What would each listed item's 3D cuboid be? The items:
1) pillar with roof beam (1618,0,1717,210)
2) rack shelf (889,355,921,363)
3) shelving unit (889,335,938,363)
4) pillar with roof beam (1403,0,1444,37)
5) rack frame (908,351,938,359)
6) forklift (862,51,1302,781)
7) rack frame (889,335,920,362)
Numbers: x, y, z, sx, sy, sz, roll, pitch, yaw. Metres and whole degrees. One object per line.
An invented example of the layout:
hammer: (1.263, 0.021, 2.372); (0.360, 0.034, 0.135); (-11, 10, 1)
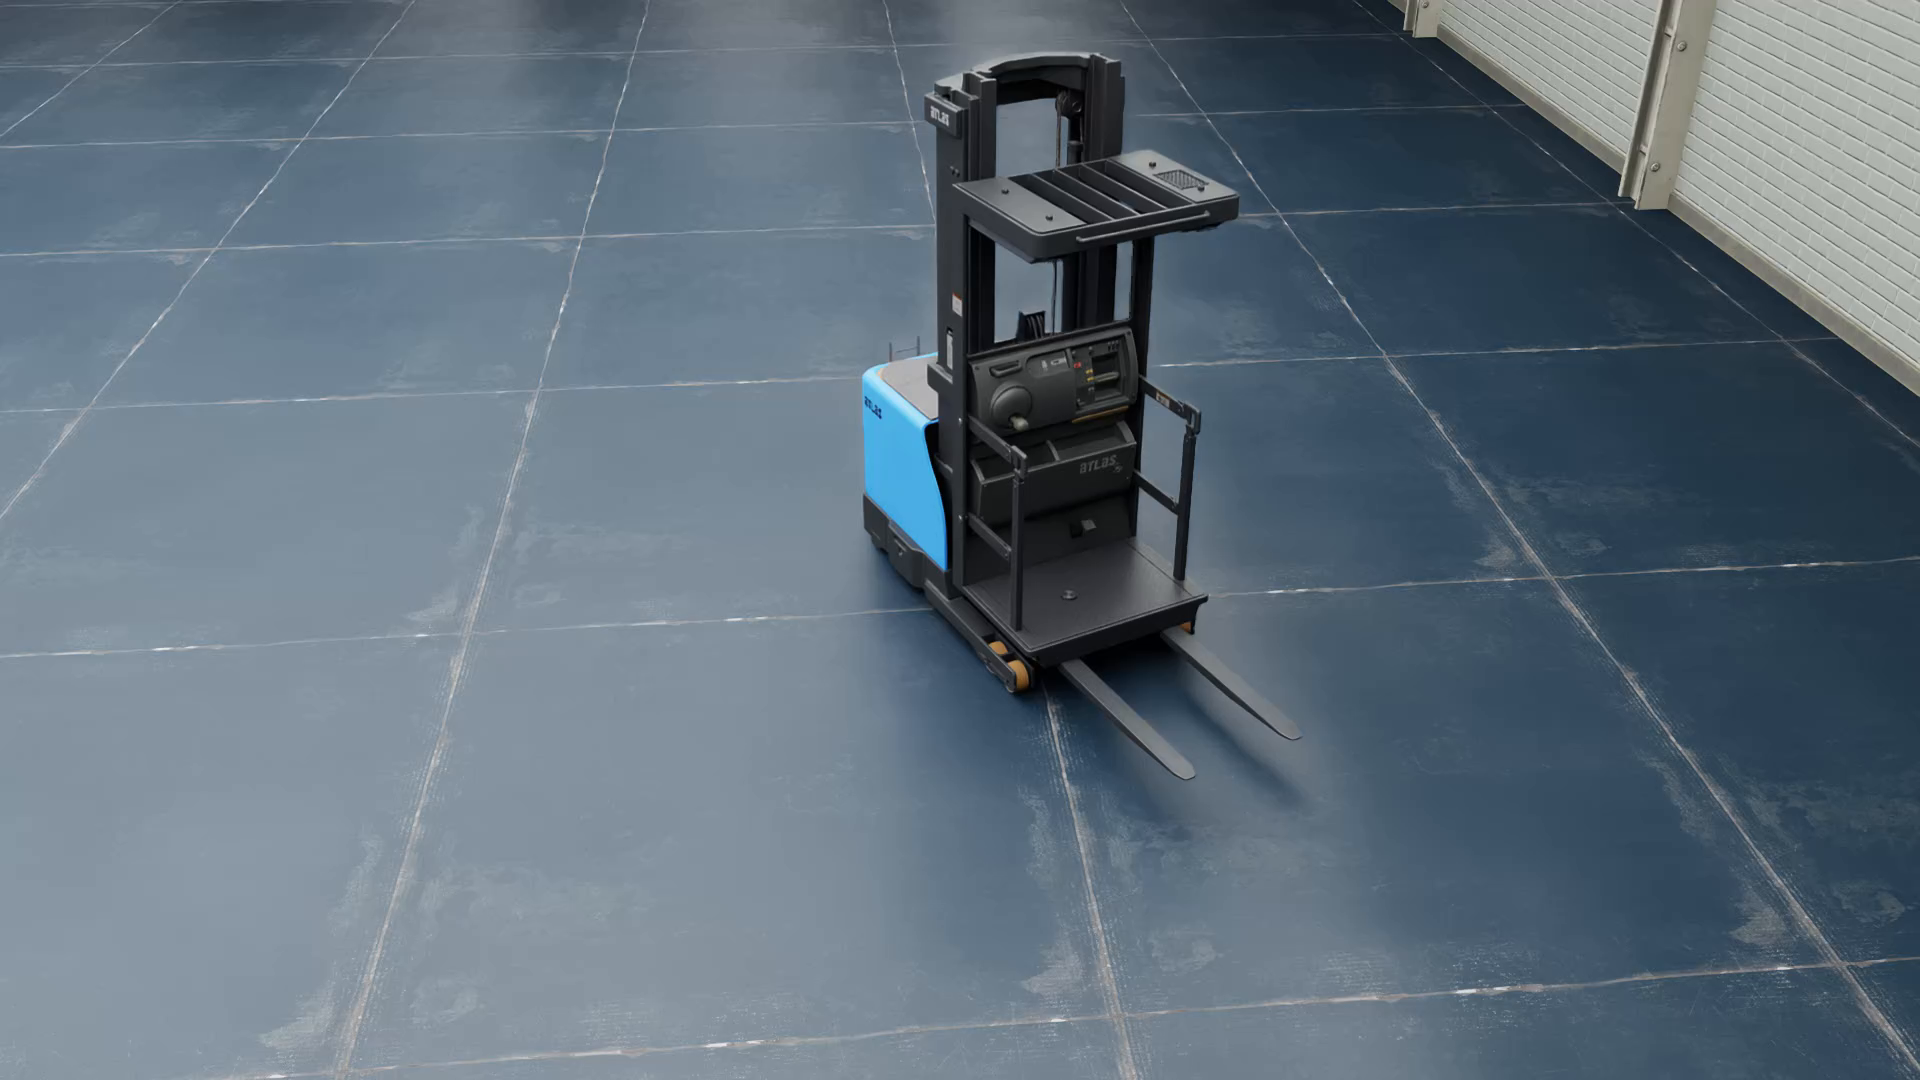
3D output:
pillar with roof beam: (1.797, -6.668, 12.139); (9.100, 9.000, 0.400); (-3, 31, -5)
rack shelf: (-0.265, -0.897, 9.696); (0.215, 0.259, 0.240); (-16, 34, -24)
shelving unit: (-0.265, -0.663, 9.836); (0.215, 1.050, 0.252); (-16, 34, -24)
pillar with roof beam: (1.236, -9.732, 17.267); (9.100, 9.000, 0.400); (-3, 31, -5)
rack frame: (-0.207, -0.608, 9.744); (0.200, 1.050, 0.008); (-16, 34, -24)
forklift: (0.585, -0.747, 8.143); (1.130, 2.935, 3.031); (-16, 34, -24)
rack frame: (-0.323, -0.717, 9.928); (0.200, 1.050, 0.008); (-16, 34, -24)
